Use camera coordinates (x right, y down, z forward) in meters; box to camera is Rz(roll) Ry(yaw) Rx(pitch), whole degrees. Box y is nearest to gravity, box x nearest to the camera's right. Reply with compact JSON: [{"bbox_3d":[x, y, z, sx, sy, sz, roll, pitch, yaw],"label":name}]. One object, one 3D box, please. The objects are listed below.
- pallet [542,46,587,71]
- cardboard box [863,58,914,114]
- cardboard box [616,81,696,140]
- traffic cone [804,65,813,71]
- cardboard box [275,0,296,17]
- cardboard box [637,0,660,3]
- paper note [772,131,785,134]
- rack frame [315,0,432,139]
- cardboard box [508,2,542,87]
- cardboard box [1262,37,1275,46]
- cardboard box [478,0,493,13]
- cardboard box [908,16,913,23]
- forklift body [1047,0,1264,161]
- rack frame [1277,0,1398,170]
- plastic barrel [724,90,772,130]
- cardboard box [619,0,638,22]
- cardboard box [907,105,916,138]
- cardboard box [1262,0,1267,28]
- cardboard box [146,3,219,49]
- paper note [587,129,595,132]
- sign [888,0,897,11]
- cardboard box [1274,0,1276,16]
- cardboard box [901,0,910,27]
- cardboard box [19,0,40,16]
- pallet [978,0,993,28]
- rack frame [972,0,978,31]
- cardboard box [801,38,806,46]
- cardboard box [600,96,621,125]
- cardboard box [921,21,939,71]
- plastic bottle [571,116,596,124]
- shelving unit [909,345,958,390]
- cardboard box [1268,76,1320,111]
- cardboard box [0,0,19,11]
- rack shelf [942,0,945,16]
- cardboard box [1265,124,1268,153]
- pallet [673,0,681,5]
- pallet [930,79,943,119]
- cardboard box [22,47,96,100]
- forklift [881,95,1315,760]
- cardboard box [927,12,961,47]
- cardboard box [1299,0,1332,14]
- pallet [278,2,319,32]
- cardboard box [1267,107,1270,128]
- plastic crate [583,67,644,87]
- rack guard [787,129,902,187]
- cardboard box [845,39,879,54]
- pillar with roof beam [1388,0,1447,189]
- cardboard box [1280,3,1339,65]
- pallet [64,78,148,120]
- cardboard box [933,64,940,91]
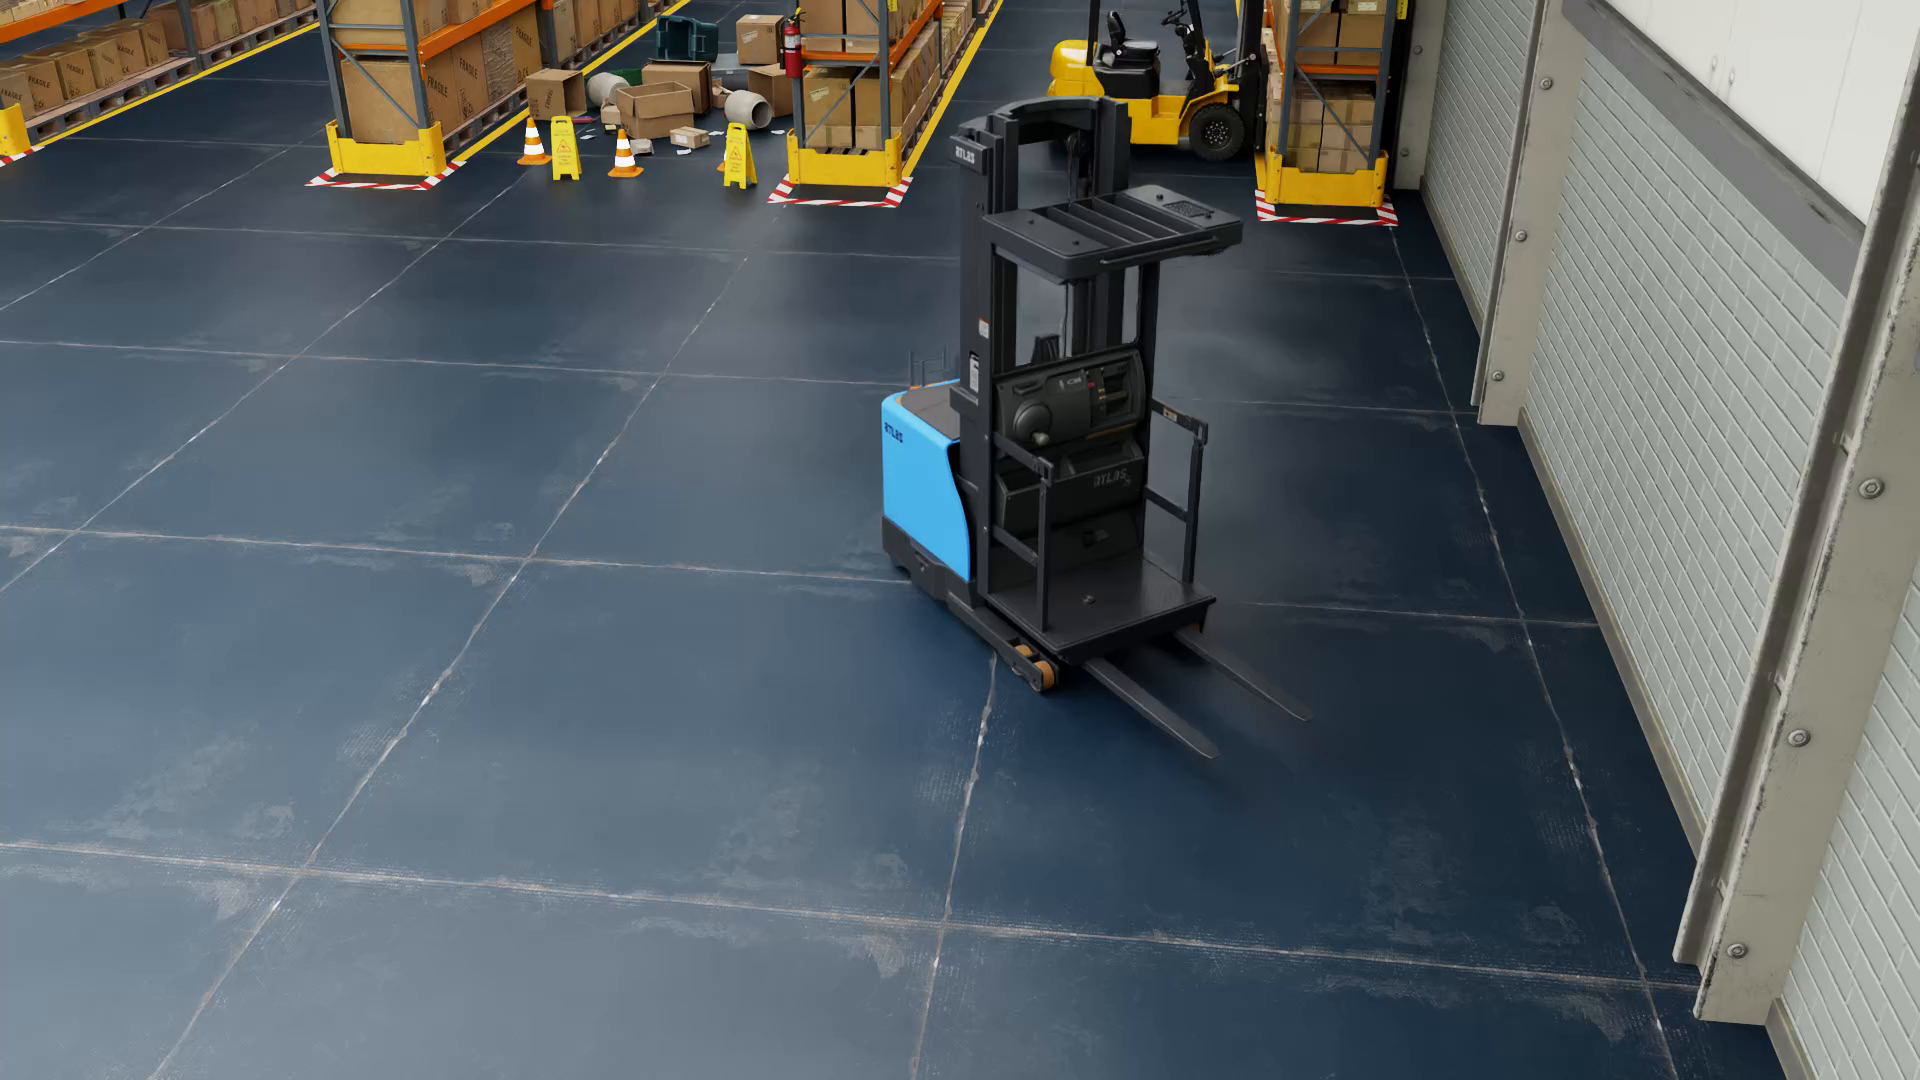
[{"bbox_3d":[-5.634,-6.348,22.103,1.003,0.211,1.213,3,28,6],"label":"pallet"},{"bbox_3d":[-0.783,-5.011,18.347,0.500,0.500,0.500,2,28,4],"label":"cardboard box"},{"bbox_3d":[-3.516,-4.960,19.219,0.797,0.503,0.637,-17,33,-29],"label":"cardboard box"},{"bbox_3d":[-1.966,-6.516,22.150,0.336,0.463,0.334,3,28,6],"label":"traffic cone"},{"bbox_3d":[-10.191,-7.942,24.293,0.700,0.500,0.500,1,28,2],"label":"cardboard box"},{"bbox_3d":[-4.824,-8.494,25.338,0.500,0.500,0.500,2,28,4],"label":"cardboard box"},{"bbox_3d":[-2.111,-4.744,19.315,0.142,0.019,0.148,-6,29,-11],"label":"paper note"},{"bbox_3d":[-6.144,-5.325,17.264,1.000,3.000,0.127,3,28,6],"label":"rack frame"},{"bbox_3d":[-5.800,-6.166,20.622,0.875,0.875,0.875,4,29,7],"label":"cardboard box"},{"bbox_3d":[3.755,-5.646,19.262,0.500,0.250,0.500,3,28,6],"label":"cardboard box"},{"bbox_3d":[-5.880,-6.337,18.984,0.875,0.550,0.500,3,28,6],"label":"cardboard box"},{"bbox_3d":[-0.732,-5.853,18.509,0.380,0.149,0.250,3,28,5],"label":"cardboard box"},{"bbox_3d":[2.130,-5.424,18.342,2.313,2.155,1.214,3,28,6],"label":"forklift body"},{"bbox_3d":[3.708,-4.799,16.287,1.000,3.000,0.127,3,28,6],"label":"rack frame"},{"bbox_3d":[-2.468,-5.011,19.398,0.421,0.421,0.512,-24,36,-37],"label":"plastic barrel"},{"bbox_3d":[-5.328,-8.004,24.166,1.050,0.750,0.750,3,28,6],"label":"cardboard box"},{"bbox_3d":[-0.775,-4.663,18.491,0.500,0.250,0.500,4,29,8],"label":"cardboard box"},{"bbox_3d":[4.444,-6.786,22.037,0.875,0.625,0.625,2,28,4],"label":"cardboard box"},{"bbox_3d":[-10.467,-6.925,22.405,0.700,0.500,0.500,1,28,2],"label":"cardboard box"},{"bbox_3d":[-4.310,-4.782,19.407,0.032,0.001,0.123,20,34,32],"label":"paper note"},{"bbox_3d":[-0.680,-5.435,16.555,0.100,0.325,0.005,3,28,6],"label":"sign"},{"bbox_3d":[3.776,-6.047,18.499,0.500,0.500,0.500,3,28,6],"label":"cardboard box"},{"bbox_3d":[-0.825,-5.711,17.561,0.500,0.500,0.500,4,29,8],"label":"cardboard box"},{"bbox_3d":[-10.677,-6.023,18.825,0.380,0.149,0.250,3,28,6],"label":"cardboard box"},{"bbox_3d":[-0.067,-7.990,25.151,1.003,0.211,1.213,3,28,6],"label":"pallet"},{"bbox_3d":[-0.238,-8.851,23.809,1.000,3.000,0.127,3,28,6],"label":"rack frame"},{"bbox_3d":[-1.464,-5.289,17.462,0.380,0.149,0.250,3,28,6],"label":"cardboard box"},{"bbox_3d":[-4.036,-5.089,19.707,0.396,0.266,0.258,8,29,15],"label":"cardboard box"},{"bbox_3d":[-0.535,-5.979,20.143,0.500,0.500,0.500,3,28,5],"label":"cardboard box"},{"bbox_3d":[-4.462,-4.984,19.730,0.283,0.061,0.133,-6,29,-11],"label":"plastic bottle"},{"bbox_3d":[-0.160,-0.611,10.411,0.258,1.200,0.189,-12,30,-21],"label":"shelving unit"},{"bbox_3d":[3.512,-4.689,17.485,0.500,0.250,0.500,4,29,7],"label":"cardboard box"},{"bbox_3d":[-10.959,-6.094,18.271,0.875,0.500,0.500,3,28,6],"label":"cardboard box"},{"bbox_3d":[-0.484,-7.593,22.232,1.077,0.370,4.000,3,28,6],"label":"rack shelf"},{"bbox_3d":[3.522,-4.246,17.717,0.500,0.250,0.500,3,28,6],"label":"cardboard box"},{"bbox_3d":[-4.914,-8.804,26.661,1.003,0.211,1.213,3,28,6],"label":"pallet"},{"bbox_3d":[-0.776,-5.422,20.384,1.003,0.211,1.213,3,28,6],"label":"pallet"},{"bbox_3d":[-10.826,-5.616,19.996,0.500,0.500,0.500,6,29,11],"label":"cardboard box"},{"bbox_3d":[0.718,-0.722,8.792,1.130,2.935,3.031,-16,32,-27],"label":"forklift"},{"bbox_3d":[-0.499,-6.909,22.532,0.950,0.372,0.625,4,29,8],"label":"cardboard box"},{"bbox_3d":[3.472,-5.308,16.442,0.380,0.149,0.250,4,29,7],"label":"cardboard box"},{"bbox_3d":[-10.171,-7.832,24.856,1.003,0.211,1.213,3,28,6],"label":"pallet"},{"bbox_3d":[3.530,-4.476,17.617,0.500,0.250,0.500,3,28,6],"label":"cardboard box"},{"bbox_3d":[-4.375,-5.838,21.119,0.450,0.188,0.662,9,28,37],"label":"plastic crate"},{"bbox_3d":[-1.209,-4.021,17.478,1.175,0.500,0.348,3,28,6],"label":"rack guard"},{"bbox_3d":[-0.972,-5.123,17.153,0.380,0.149,0.250,3,29,6],"label":"cardboard box"},{"bbox_3d":[0.415,-7.965,15.839,9.100,9.000,0.400,3,28,6],"label":"pillar with roof beam"},{"bbox_3d":[3.508,-5.090,16.721,0.500,0.500,0.500,3,28,5],"label":"cardboard box"},{"bbox_3d":[-10.758,-5.422,20.385,1.003,0.211,1.213,3,28,6],"label":"pallet"},{"bbox_3d":[-0.534,-5.649,20.321,0.500,0.250,0.500,5,29,9],"label":"cardboard box"}]
